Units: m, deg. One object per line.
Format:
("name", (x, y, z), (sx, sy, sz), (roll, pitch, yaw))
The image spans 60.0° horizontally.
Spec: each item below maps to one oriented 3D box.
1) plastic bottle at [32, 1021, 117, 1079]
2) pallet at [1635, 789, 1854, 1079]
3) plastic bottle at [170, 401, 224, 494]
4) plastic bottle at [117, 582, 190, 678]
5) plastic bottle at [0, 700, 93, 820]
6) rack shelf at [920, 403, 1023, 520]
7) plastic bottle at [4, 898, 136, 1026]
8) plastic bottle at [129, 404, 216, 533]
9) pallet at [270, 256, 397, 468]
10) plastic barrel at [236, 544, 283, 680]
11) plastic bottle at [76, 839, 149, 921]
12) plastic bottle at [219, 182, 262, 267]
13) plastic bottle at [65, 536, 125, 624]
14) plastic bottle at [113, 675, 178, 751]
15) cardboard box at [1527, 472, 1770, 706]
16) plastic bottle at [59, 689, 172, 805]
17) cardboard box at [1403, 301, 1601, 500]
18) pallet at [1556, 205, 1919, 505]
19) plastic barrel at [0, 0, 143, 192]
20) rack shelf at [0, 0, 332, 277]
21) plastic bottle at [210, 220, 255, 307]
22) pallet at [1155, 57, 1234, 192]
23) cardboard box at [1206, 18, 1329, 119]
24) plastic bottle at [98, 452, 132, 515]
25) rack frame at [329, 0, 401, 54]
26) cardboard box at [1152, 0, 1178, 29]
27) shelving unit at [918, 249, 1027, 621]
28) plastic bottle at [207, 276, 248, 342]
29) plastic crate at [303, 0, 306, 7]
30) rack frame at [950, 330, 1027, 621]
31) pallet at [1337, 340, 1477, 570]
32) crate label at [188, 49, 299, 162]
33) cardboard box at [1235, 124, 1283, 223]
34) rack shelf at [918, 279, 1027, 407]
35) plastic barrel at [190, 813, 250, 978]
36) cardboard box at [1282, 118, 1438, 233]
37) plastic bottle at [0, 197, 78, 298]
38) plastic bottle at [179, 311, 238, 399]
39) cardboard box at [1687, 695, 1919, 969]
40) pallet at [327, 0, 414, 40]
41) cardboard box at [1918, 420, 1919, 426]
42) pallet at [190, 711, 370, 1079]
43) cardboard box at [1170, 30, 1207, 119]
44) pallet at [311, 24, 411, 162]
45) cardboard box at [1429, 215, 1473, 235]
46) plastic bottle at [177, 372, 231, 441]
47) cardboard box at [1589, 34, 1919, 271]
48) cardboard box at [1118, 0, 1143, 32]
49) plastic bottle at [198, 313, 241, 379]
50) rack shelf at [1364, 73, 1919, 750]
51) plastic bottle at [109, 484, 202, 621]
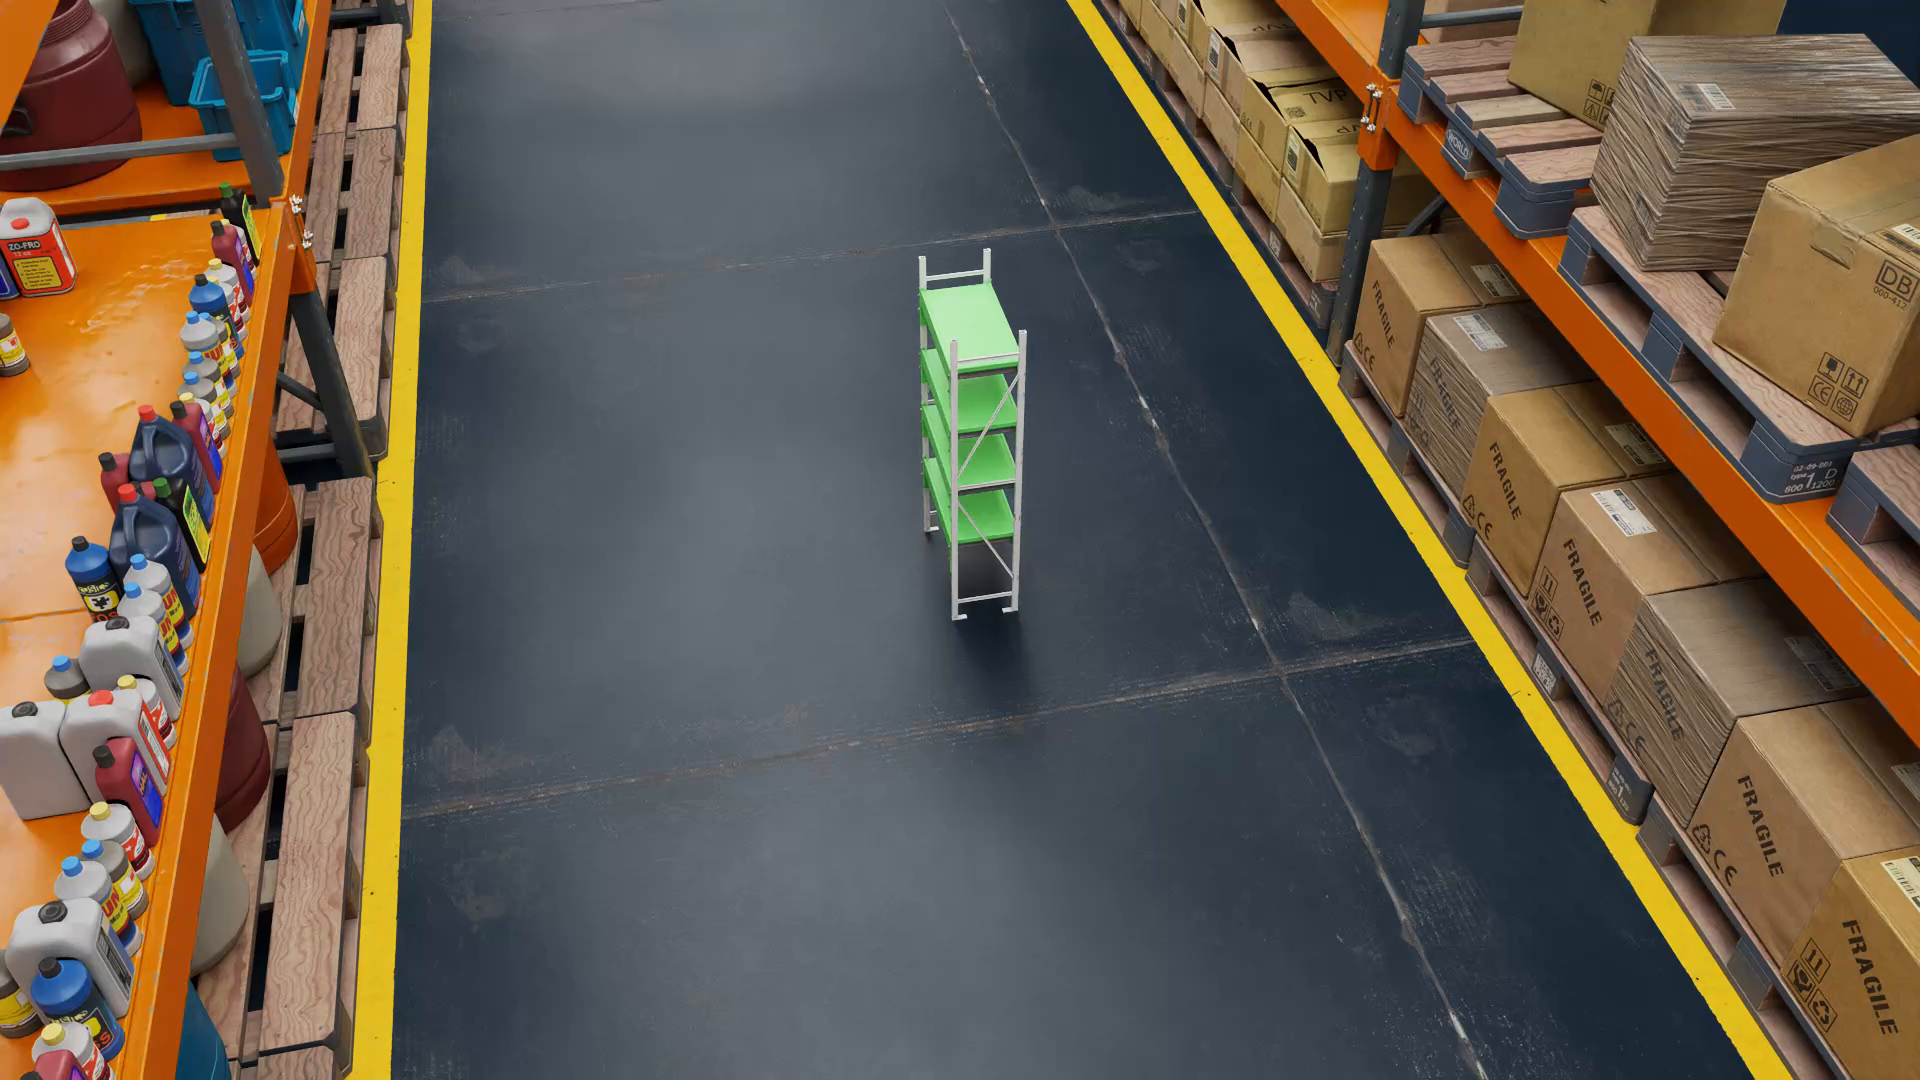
("plastic bottle", (-1.635, 0.959, 3.059), (0.097, 0.201, 0.097), (0, 42, 0))
("pallet", (2.724, 1.156, 4.788), (1.003, 0.211, 1.213), (-8, 42, -9))
("plastic bottle", (-2.014, -0.265, 4.376), (0.061, 0.283, 0.133), (-8, 42, -9))
("plastic bottle", (-1.877, 0.206, 3.855), (0.097, 0.271, 0.097), (0, 42, 0))
("plastic bottle", (-1.977, 0.456, 3.570), (0.152, 0.276, 0.135), (-8, 42, -9))
("rack shelf", (0.036, -0.294, 5.773), (0.258, 0.148, 0.480), (-8, 42, -9))
("plastic bottle", (-1.708, 0.797, 3.186), (0.152, 0.276, 0.135), (-8, 42, -9))
("plastic bottle", (-2.020, -0.181, 4.231), (0.144, 0.351, 0.185), (-8, 42, -9))
("pallet", (-2.894, -0.715, 6.897), (1.003, 0.211, 1.213), (-8, 42, -9))
("plastic barrel", (-2.433, 0.191, 5.333), (0.421, 0.512, 0.421), (0, 42, 0))
("plastic bottle", (-1.727, 0.683, 3.371), (0.097, 0.201, 0.097), (0, 42, 0))
("plastic bottle", (-2.260, -1.005, 5.211), (0.061, 0.283, 0.133), (-8, 42, -9))
("plastic bottle", (-2.060, 0.101, 3.974), (0.097, 0.271, 0.097), (0, 42, 0))
("plastic bottle", (-1.827, 0.383, 3.709), (0.097, 0.201, 0.097), (0, 42, 0))
("cardboard box", (2.232, 0.151, 5.372), (0.500, 0.500, 0.500), (-10, 43, -11))
("plastic bottle", (-1.829, 0.434, 3.595), (0.152, 0.276, 0.135), (-8, 42, -9))
("cardboard box", (2.011, -0.513, 6.120), (0.500, 0.500, 0.500), (-10, 43, -11))
("pallet", (2.497, -0.626, 4.840), (1.003, 0.211, 1.213), (-8, 42, -9))
("plastic barrel", (-3.160, -1.558, 5.644), (0.600, 0.536, 0.708), (-8, 42, -9))
("rack shelf", (-3.196, -2.278, 7.098), (1.077, 0.370, 4.000), (-8, 42, -9))
("plastic bottle", (-2.211, -0.856, 5.043), (0.061, 0.283, 0.133), (-8, 42, -9))
("pallet", (1.674, -2.243, 8.618), (1.003, 0.211, 1.213), (-8, 42, -9))
("cardboard box", (1.495, -2.264, 7.873), (0.500, 0.311, 0.500), (-9, 42, -10))
("plastic bottle", (-2.115, -0.124, 4.218), (0.061, 0.283, 0.133), (-8, 42, -9))
("rack frame", (-3.628, -3.843, 8.320), (1.000, 3.000, 0.127), (-8, 42, -9))
("cardboard box", (1.271, -2.925, 8.618), (0.500, 0.311, 0.500), (-10, 43, -11))
("shelving unit", (0.036, -0.341, 5.731), (0.258, 1.200, 0.503), (-8, 42, -9))
("plastic bottle", (-2.183, -0.685, 4.912), (0.097, 0.201, 0.097), (0, 42, 0))
("plastic crate", (-2.814, -2.365, 6.607), (0.402, 0.464, 0.583), (-8, 42, -9))
("rack frame", (0.088, -0.183, 5.553), (0.240, 1.200, 0.015), (-8, 42, -9))
("pallet", (2.197, -0.425, 6.570), (1.003, 0.211, 1.213), (-8, 42, -9))
("crate label", (-2.489, -1.514, 5.823), (0.303, 0.233, 0.416), (-8, 42, -9))
("cardboard box", (1.607, -1.726, 7.690), (0.500, 0.250, 0.500), (-9, 42, -10))
("rack shelf", (0.036, -0.653, 5.455), (0.258, 0.148, 0.480), (-8, 42, -9))
("plastic barrel", (-2.189, 0.923, 4.508), (0.421, 0.512, 0.421), (0, 42, 0))
("cardboard box", (1.720, -1.600, 7.126), (0.500, 0.311, 0.500), (-7, 42, -8))
("plastic bottle", (-2.838, -0.899, 5.096), (0.152, 0.276, 0.135), (-8, 42, -9))
("plastic bottle", (-2.120, -0.522, 4.675), (0.097, 0.271, 0.097), (0, 42, 0))
("cardboard box", (2.452, 0.805, 4.635), (0.500, 0.500, 0.500), (-8, 42, -9))
("pallet", (-3.732, -3.242, 9.743), (1.003, 0.211, 1.213), (-8, 42, -9))
("cardboard box", (2.842, -0.335, 3.976), (0.700, 0.500, 0.500), (-2, 42, -2))
("pallet", (-2.294, 1.087, 4.867), (1.003, 0.211, 1.213), (-8, 42, -9))
("cardboard box", (1.387, -2.385, 8.433), (0.500, 0.250, 0.500), (-8, 42, -8))
("pallet", (-3.420, -2.297, 8.678), (1.003, 0.211, 1.213), (-8, 42, -9))
("cardboard box", (2.247, -1.468, 7.399), (0.500, 0.250, 0.500), (-8, 42, -9))
("plastic bottle", (-2.078, -0.369, 4.556), (0.097, 0.201, 0.097), (0, 42, 0))
("cardboard box", (2.330, -1.140, 4.883), (0.700, 0.500, 0.500), (-1, 42, -1))
("cardboard box", (1.164, -3.051, 9.182), (0.500, 0.250, 0.500), (-7, 42, -8))
("plastic bottle", (-2.141, -0.559, 4.769), (0.097, 0.201, 0.097), (0, 42, 0))
("rack shelf", (2.505, -0.392, 4.974), (1.077, 0.370, 4.000), (-8, 42, -9))
("plastic bottle", (-1.951, 0.026, 3.999), (0.144, 0.351, 0.185), (-8, 42, -9))
